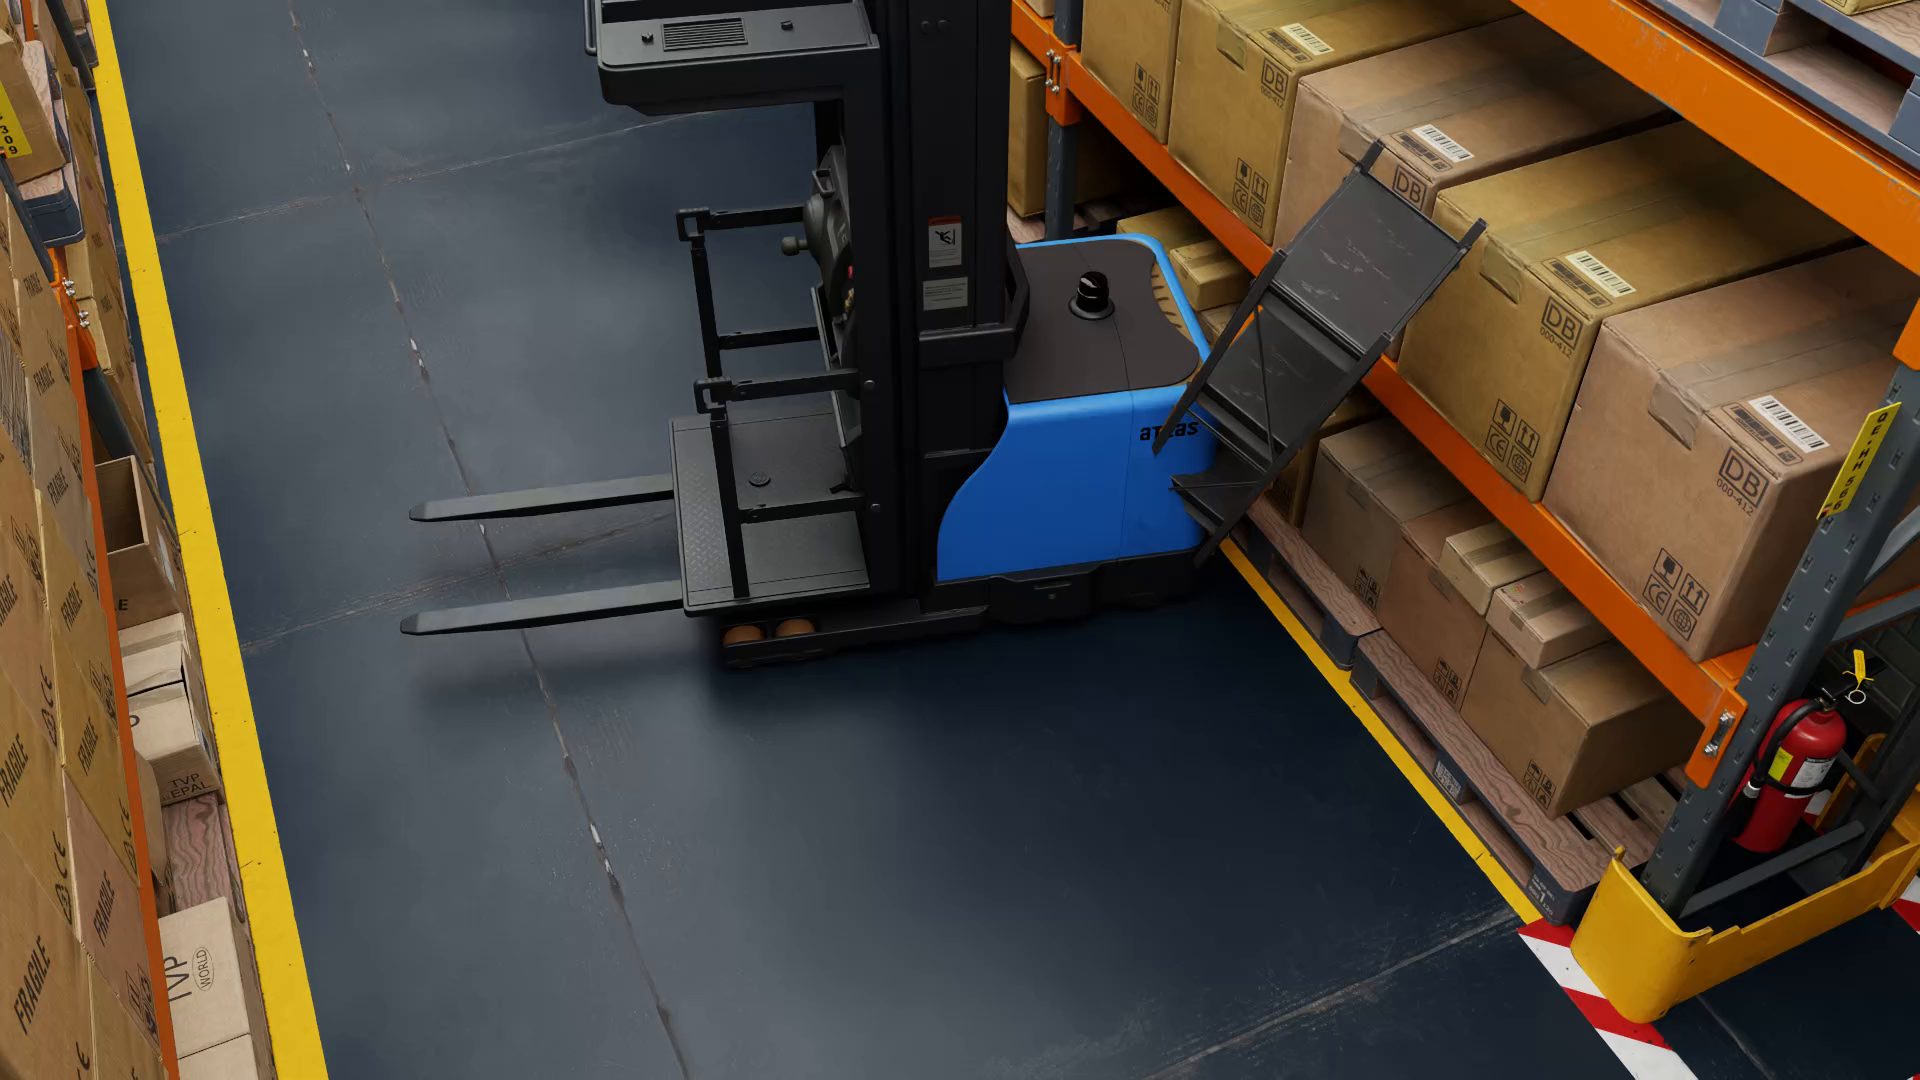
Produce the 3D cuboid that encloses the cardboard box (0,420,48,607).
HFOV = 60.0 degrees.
[{"bbox_3d":[-2.534,-0.094,3.927,0.500,0.500,0.500,-18,48,-18],"label":"cardboard box"}]

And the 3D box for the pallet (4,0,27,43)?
[{"bbox_3d":[-4.482,-2.159,6.939,1.003,0.211,1.213,-18,47,-17],"label":"pallet"}]

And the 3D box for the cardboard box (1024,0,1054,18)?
[{"bbox_3d":[0.472,-2.431,7.243,0.380,0.149,0.250,-18,47,-17],"label":"cardboard box"}]

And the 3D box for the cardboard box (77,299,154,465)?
[{"bbox_3d":[-3.604,-0.563,6.652,0.500,0.500,0.500,-20,48,-19],"label":"cardboard box"}]

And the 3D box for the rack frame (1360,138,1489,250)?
[{"bbox_3d":[1.189,-0.665,5.671,0.400,2.100,0.015,40,70,7],"label":"rack frame"}]

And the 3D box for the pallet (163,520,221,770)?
[{"bbox_3d":[-3.334,0.514,6.079,1.003,0.211,1.213,-18,47,-17],"label":"pallet"}]

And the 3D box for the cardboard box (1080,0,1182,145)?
[{"bbox_3d":[1.084,-2.138,6.567,0.980,0.700,0.700,-17,47,-17],"label":"cardboard box"}]

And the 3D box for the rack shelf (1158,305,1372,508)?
[{"bbox_3d":[1.032,-0.491,5.602,0.431,0.518,0.480,40,70,7],"label":"rack shelf"}]

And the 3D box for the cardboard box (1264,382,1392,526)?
[{"bbox_3d":[1.514,-0.486,6.587,0.700,0.500,0.500,-17,47,-16],"label":"cardboard box"}]

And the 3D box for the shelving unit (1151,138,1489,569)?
[{"bbox_3d":[1.034,-0.495,5.589,0.431,2.100,0.503,40,70,7],"label":"shelving unit"}]

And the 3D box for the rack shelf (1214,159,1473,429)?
[{"bbox_3d":[1.126,-0.720,4.947,0.431,0.518,0.480,40,70,7],"label":"rack shelf"}]

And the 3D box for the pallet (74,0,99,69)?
[{"bbox_3d":[-5.615,-3.009,9.649,1.003,0.211,1.213,-18,47,-17],"label":"pallet"}]

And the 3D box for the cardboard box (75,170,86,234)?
[{"bbox_3d":[-4.025,-1.468,7.034,0.500,0.250,0.500,-18,47,-17],"label":"cardboard box"}]

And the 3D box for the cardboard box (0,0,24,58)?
[{"bbox_3d":[-3.965,-1.889,6.158,0.700,0.500,0.500,-11,46,-11],"label":"cardboard box"}]

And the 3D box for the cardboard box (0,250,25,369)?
[{"bbox_3d":[-2.957,-0.736,4.577,0.500,0.500,0.500,-19,48,-18],"label":"cardboard box"}]

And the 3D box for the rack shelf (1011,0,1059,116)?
[{"bbox_3d":[0.030,-3.400,8.572,1.077,0.370,4.000,-18,47,-17],"label":"rack shelf"}]

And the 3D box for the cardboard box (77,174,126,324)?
[{"bbox_3d":[-4.042,-1.221,7.318,0.500,0.500,0.500,-17,47,-17],"label":"cardboard box"}]

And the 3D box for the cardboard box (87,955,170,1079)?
[{"bbox_3d":[-1.887,1.237,3.290,0.500,0.500,0.500,-17,47,-17],"label":"cardboard box"}]

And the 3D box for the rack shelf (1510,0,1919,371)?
[{"bbox_3d":[1.712,-1.919,4.935,1.077,0.370,4.000,-18,47,-17],"label":"rack shelf"}]

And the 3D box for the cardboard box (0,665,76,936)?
[{"bbox_3d":[-2.114,0.550,3.274,0.500,0.500,0.500,-18,47,-17],"label":"cardboard box"}]

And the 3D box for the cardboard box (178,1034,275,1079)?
[{"bbox_3d":[-2.122,1.706,4.530,0.500,0.250,0.500,-18,47,-17],"label":"cardboard box"}]

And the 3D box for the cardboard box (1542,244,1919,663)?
[{"bbox_3d":[2.329,-0.261,4.666,0.980,0.700,0.700,-16,47,-16],"label":"cardboard box"}]

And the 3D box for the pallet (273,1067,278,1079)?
[{"bbox_3d":[-2.308,2.069,4.503,1.003,0.211,1.213,-18,47,-17],"label":"pallet"}]

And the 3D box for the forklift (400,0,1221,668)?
[{"bbox_3d":[-0.620,-0.965,5.641,3.031,2.935,1.130,-7,45,-7],"label":"forklift"}]

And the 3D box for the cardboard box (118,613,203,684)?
[{"bbox_3d":[-2.913,0.442,5.882,0.380,0.149,0.250,-18,47,-17],"label":"cardboard box"}]

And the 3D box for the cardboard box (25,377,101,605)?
[{"bbox_3d":[-2.743,-0.054,4.598,0.500,0.500,0.500,-17,47,-17],"label":"cardboard box"}]

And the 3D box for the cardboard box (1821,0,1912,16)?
[{"bbox_3d":[2.004,-1.420,3.655,0.500,0.250,0.500,-17,47,-16],"label":"cardboard box"}]

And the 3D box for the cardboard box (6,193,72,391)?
[{"bbox_3d":[-3.179,-0.709,5.262,0.500,0.500,0.500,-17,47,-17],"label":"cardboard box"}]

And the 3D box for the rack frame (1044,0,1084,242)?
[{"bbox_3d":[0.871,-2.382,7.028,1.000,3.000,0.127,-18,47,-17],"label":"rack frame"}]

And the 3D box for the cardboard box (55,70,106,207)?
[{"bbox_3d":[-4.480,-1.876,7.982,0.500,0.500,0.500,-20,48,-19],"label":"cardboard box"}]

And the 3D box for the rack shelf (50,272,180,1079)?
[{"bbox_3d":[-2.781,0.614,4.504,1.077,0.370,4.000,-18,47,-17],"label":"rack shelf"}]

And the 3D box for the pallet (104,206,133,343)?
[{"bbox_3d":[-4.515,-1.209,7.825,1.003,0.211,1.213,-18,47,-17],"label":"pallet"}]

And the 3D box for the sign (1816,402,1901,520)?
[{"bbox_3d":[2.055,-0.178,3.801,0.100,0.325,0.005,-18,47,-17],"label":"sign"}]

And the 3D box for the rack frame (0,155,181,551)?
[{"bbox_3d":[-3.622,-0.916,5.543,1.000,3.000,0.127,-18,47,-17],"label":"rack frame"}]

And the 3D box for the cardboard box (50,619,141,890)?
[{"bbox_3d":[-2.318,0.589,3.947,0.500,0.500,0.500,-18,47,-18],"label":"cardboard box"}]

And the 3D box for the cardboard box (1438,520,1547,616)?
[{"bbox_3d":[1.840,0.070,5.563,0.380,0.149,0.250,-17,47,-16],"label":"cardboard box"}]

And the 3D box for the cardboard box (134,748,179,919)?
[{"bbox_3d":[-2.827,1.011,5.053,0.797,0.503,0.637,-18,47,-17],"label":"cardboard box"}]

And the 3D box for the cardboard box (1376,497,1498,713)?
[{"bbox_3d":[1.957,0.172,5.920,0.700,0.500,0.500,-18,47,-18],"label":"cardboard box"}]

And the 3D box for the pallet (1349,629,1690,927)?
[{"bbox_3d":[2.146,0.674,5.917,1.003,0.211,1.213,-18,47,-17],"label":"pallet"}]

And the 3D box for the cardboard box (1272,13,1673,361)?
[{"bbox_3d":[1.701,-1.210,5.627,0.980,0.700,0.700,-20,48,-19],"label":"cardboard box"}]

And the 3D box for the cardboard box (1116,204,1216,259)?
[{"bbox_3d":[1.092,-1.134,7.245,0.700,0.500,0.500,-17,47,-17],"label":"cardboard box"}]

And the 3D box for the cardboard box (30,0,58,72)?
[{"bbox_3d":[-4.670,-2.438,8.017,0.500,0.250,0.500,-16,47,-16],"label":"cardboard box"}]
